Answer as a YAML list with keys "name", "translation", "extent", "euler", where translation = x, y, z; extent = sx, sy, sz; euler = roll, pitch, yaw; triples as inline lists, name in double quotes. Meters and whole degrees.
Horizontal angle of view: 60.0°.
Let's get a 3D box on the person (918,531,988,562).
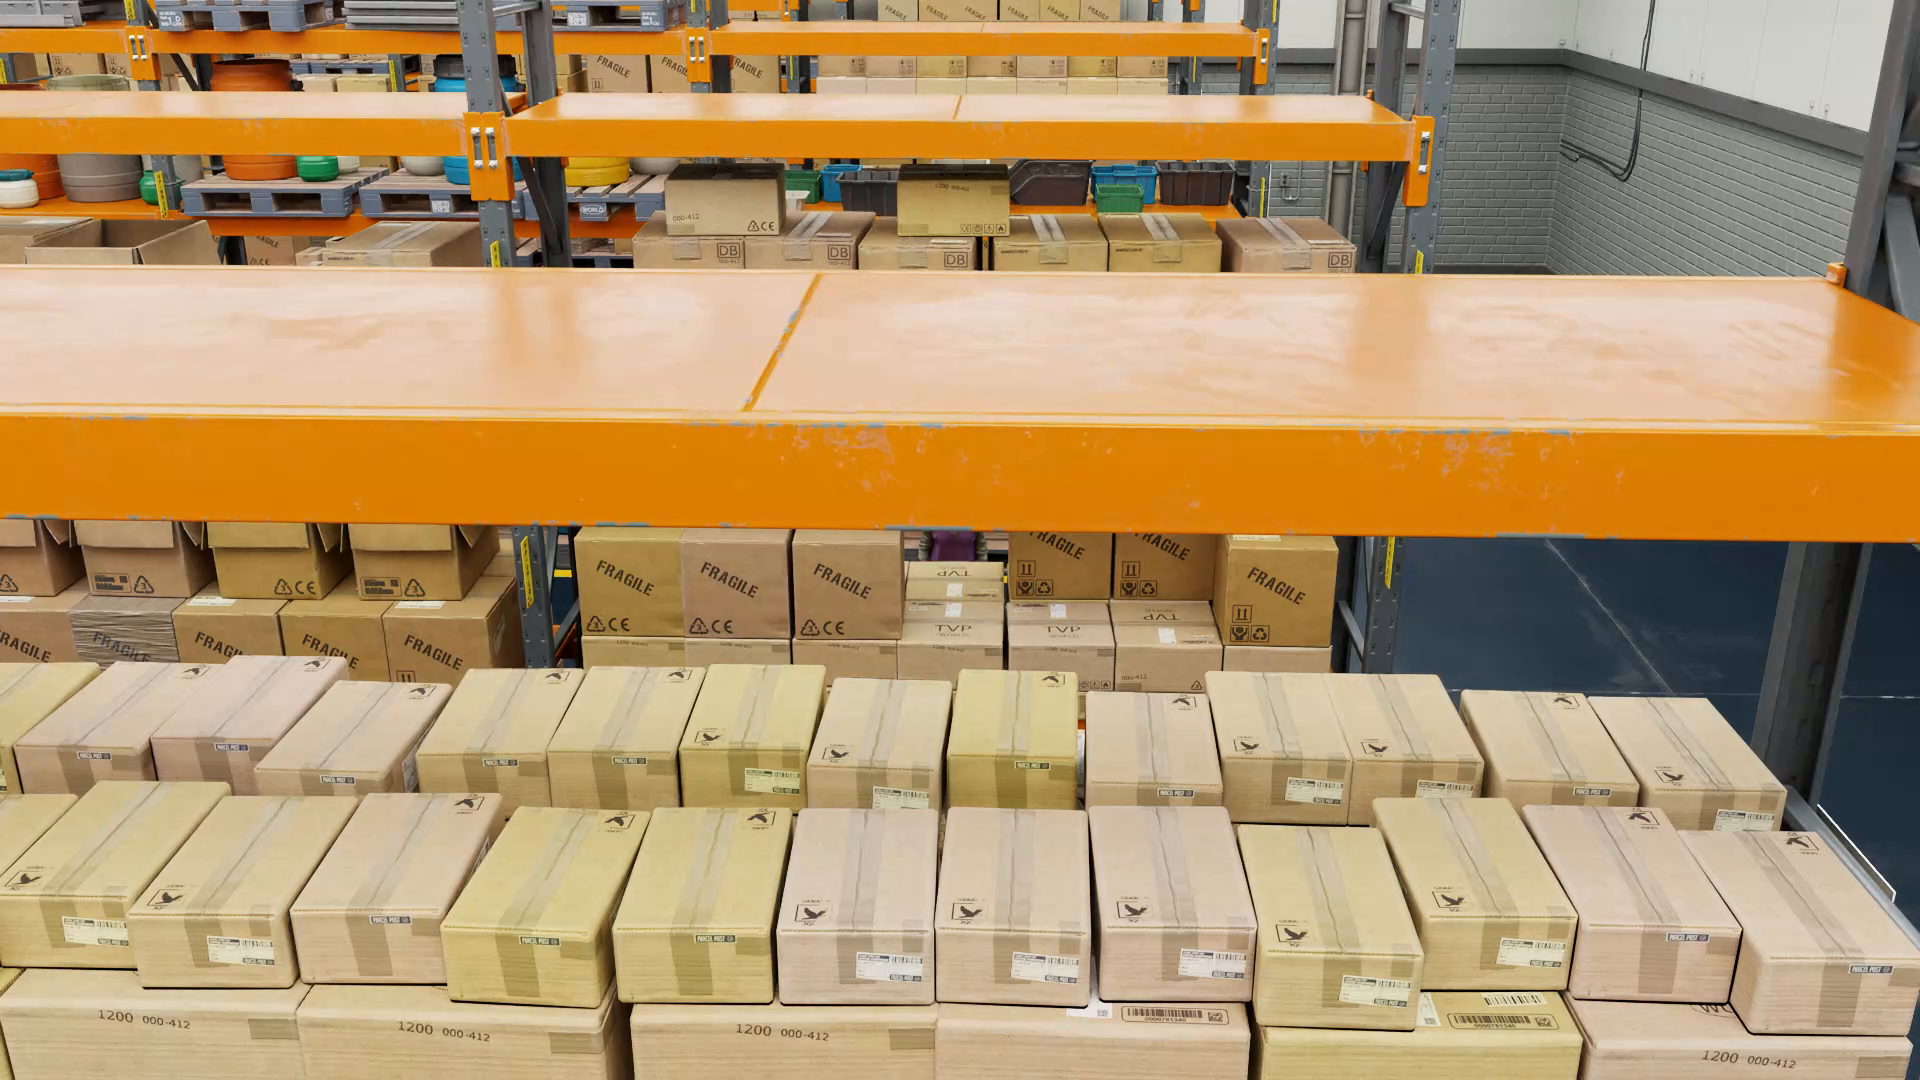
- name: "person"
  translation: [-0.050, 0.279, 10.876]
  extent: [0.470, 1.592, 0.348]
  euler: [0, 21, -1]
